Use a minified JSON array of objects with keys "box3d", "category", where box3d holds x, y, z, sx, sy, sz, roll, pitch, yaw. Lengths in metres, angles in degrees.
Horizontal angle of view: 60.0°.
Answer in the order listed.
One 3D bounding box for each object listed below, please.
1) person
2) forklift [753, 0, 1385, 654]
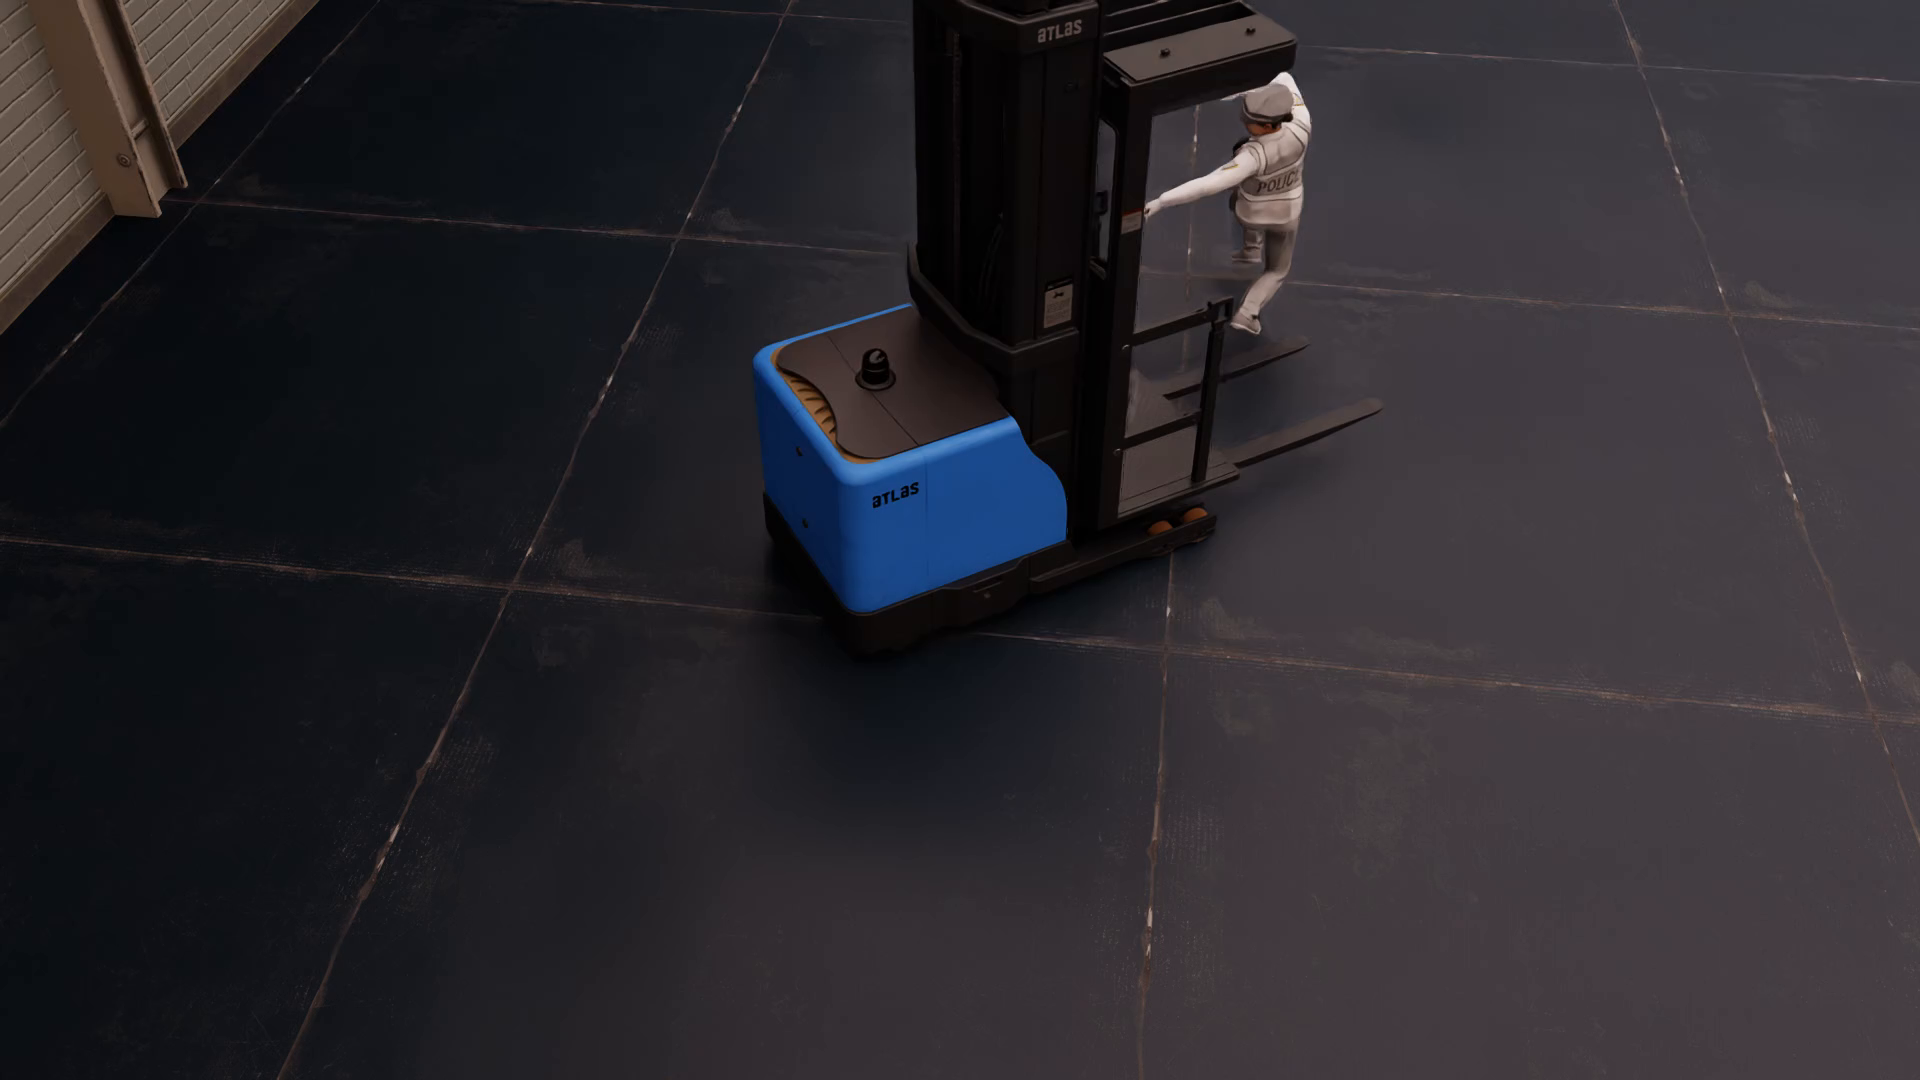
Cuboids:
[{"box3d":[1.369,-1.827,8.781,0.890,1.369,0.928,2,43,2],"category":"person"},{"box3d":[0.631,-1.300,7.139,3.031,2.935,1.130,-20,46,-20],"category":"forklift"}]
